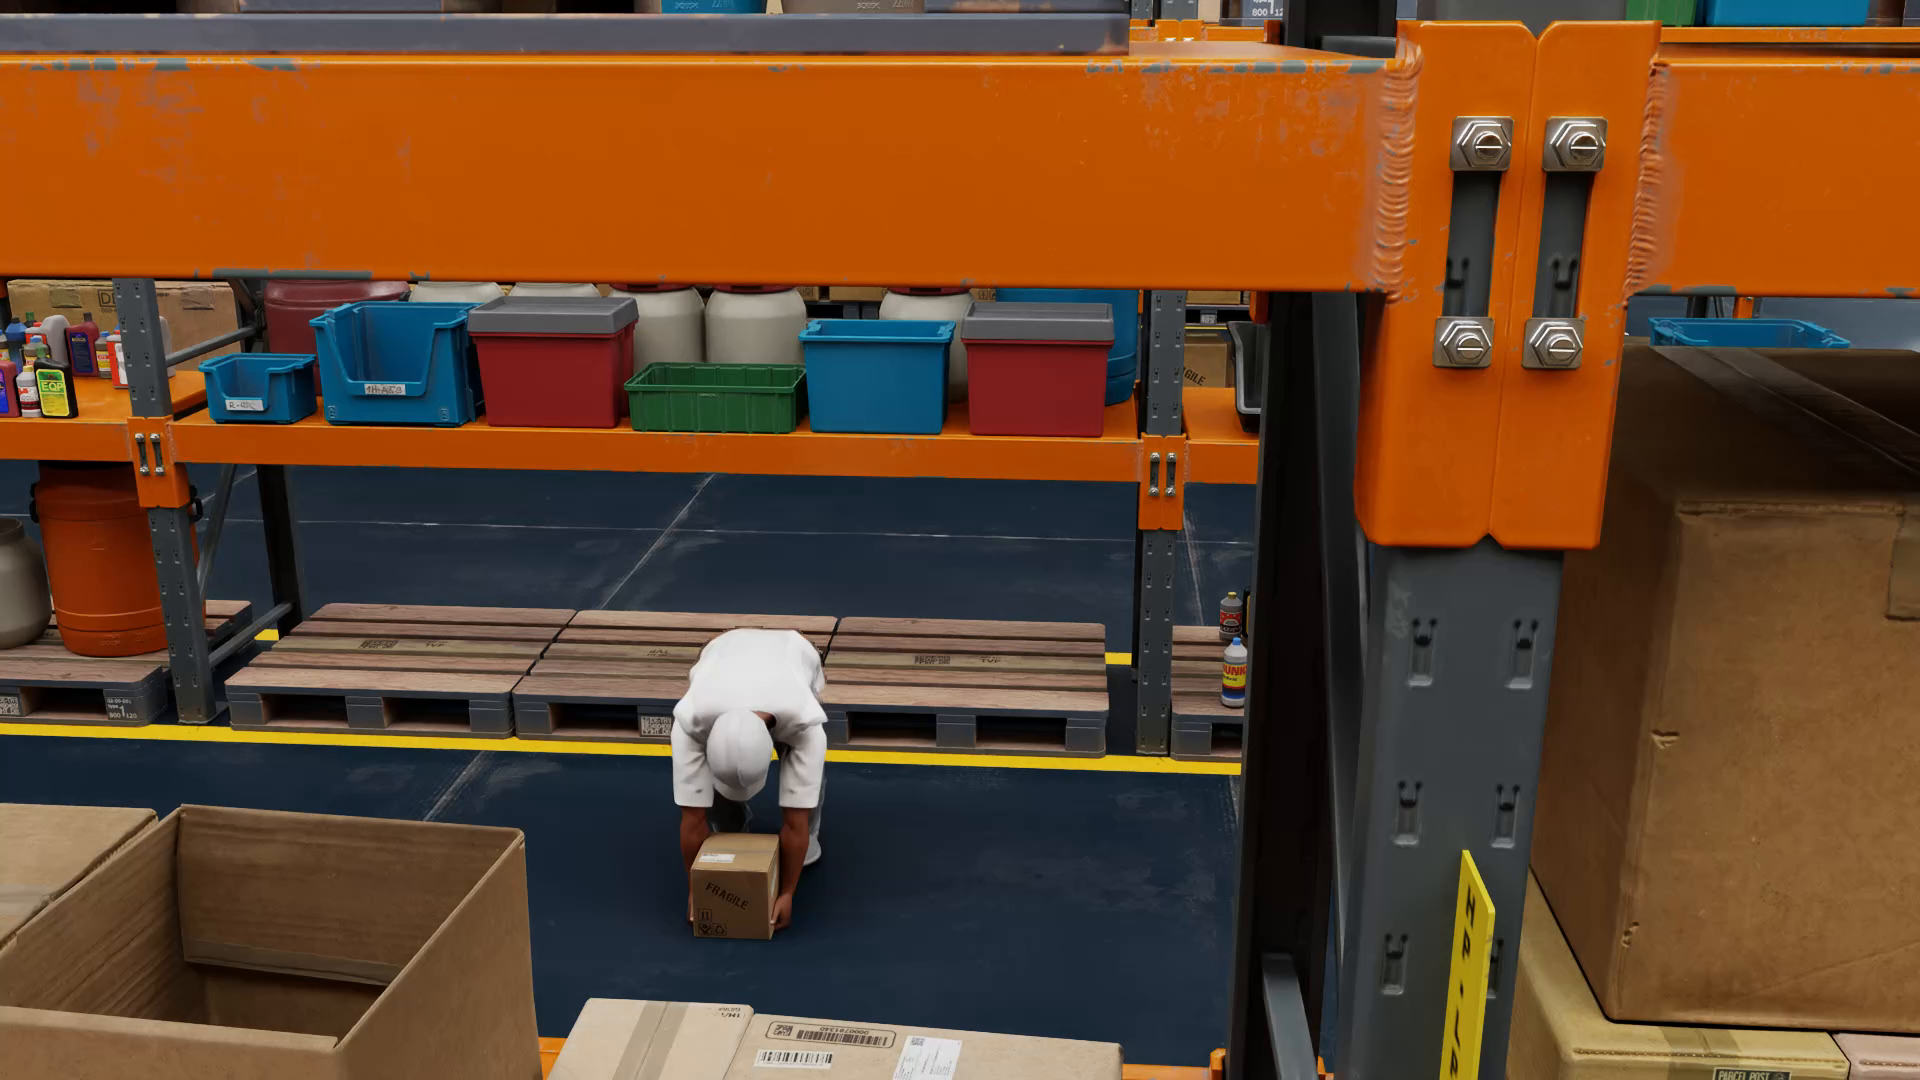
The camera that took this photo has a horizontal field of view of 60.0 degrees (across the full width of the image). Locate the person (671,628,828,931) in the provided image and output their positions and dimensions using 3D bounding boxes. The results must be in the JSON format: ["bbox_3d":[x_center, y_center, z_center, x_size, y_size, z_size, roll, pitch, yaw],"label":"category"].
[{"bbox_3d":[-0.689,0.774,5.644,0.518,0.843,0.980,1,17,2],"label":"person"}]
